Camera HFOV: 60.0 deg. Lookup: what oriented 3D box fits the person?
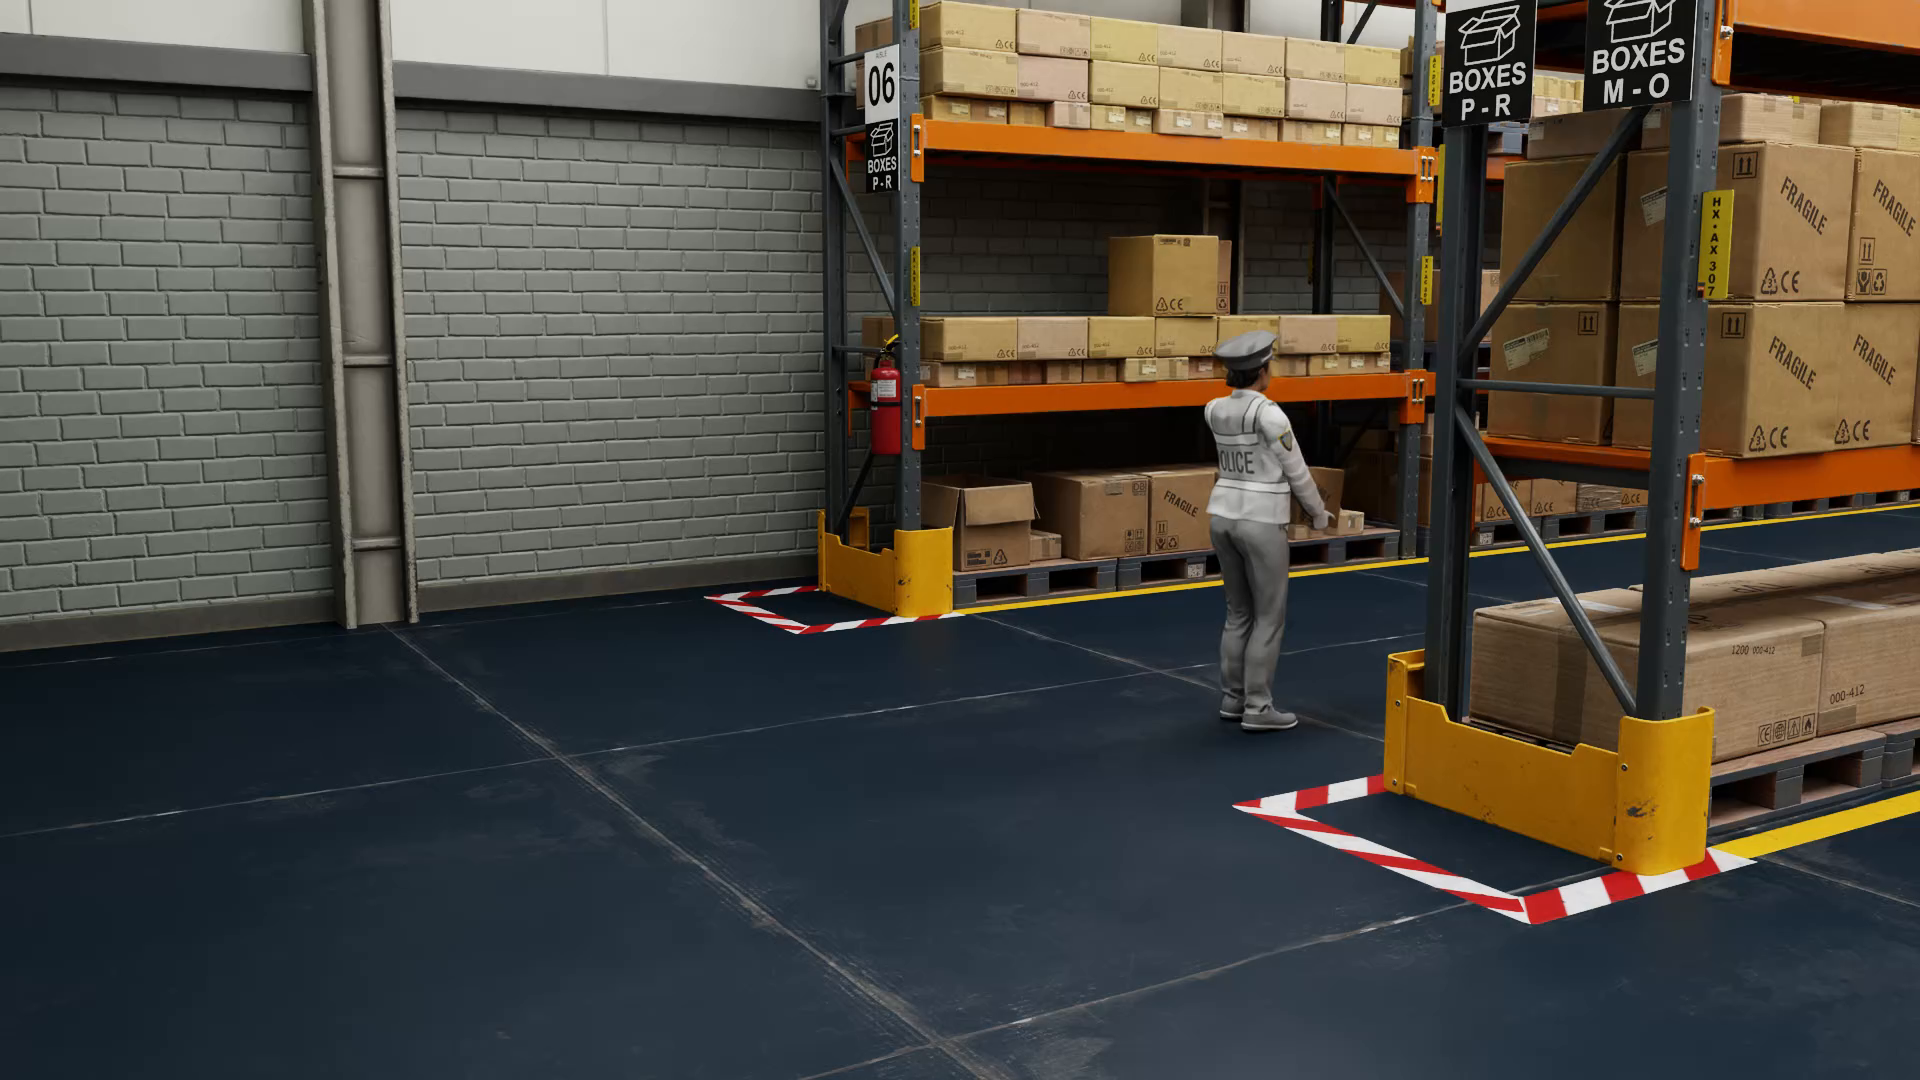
[{"bbox_3d":[1.309,-0.049,7.097,0.525,1.691,0.435,-5,10,-31],"label":"person"}]
